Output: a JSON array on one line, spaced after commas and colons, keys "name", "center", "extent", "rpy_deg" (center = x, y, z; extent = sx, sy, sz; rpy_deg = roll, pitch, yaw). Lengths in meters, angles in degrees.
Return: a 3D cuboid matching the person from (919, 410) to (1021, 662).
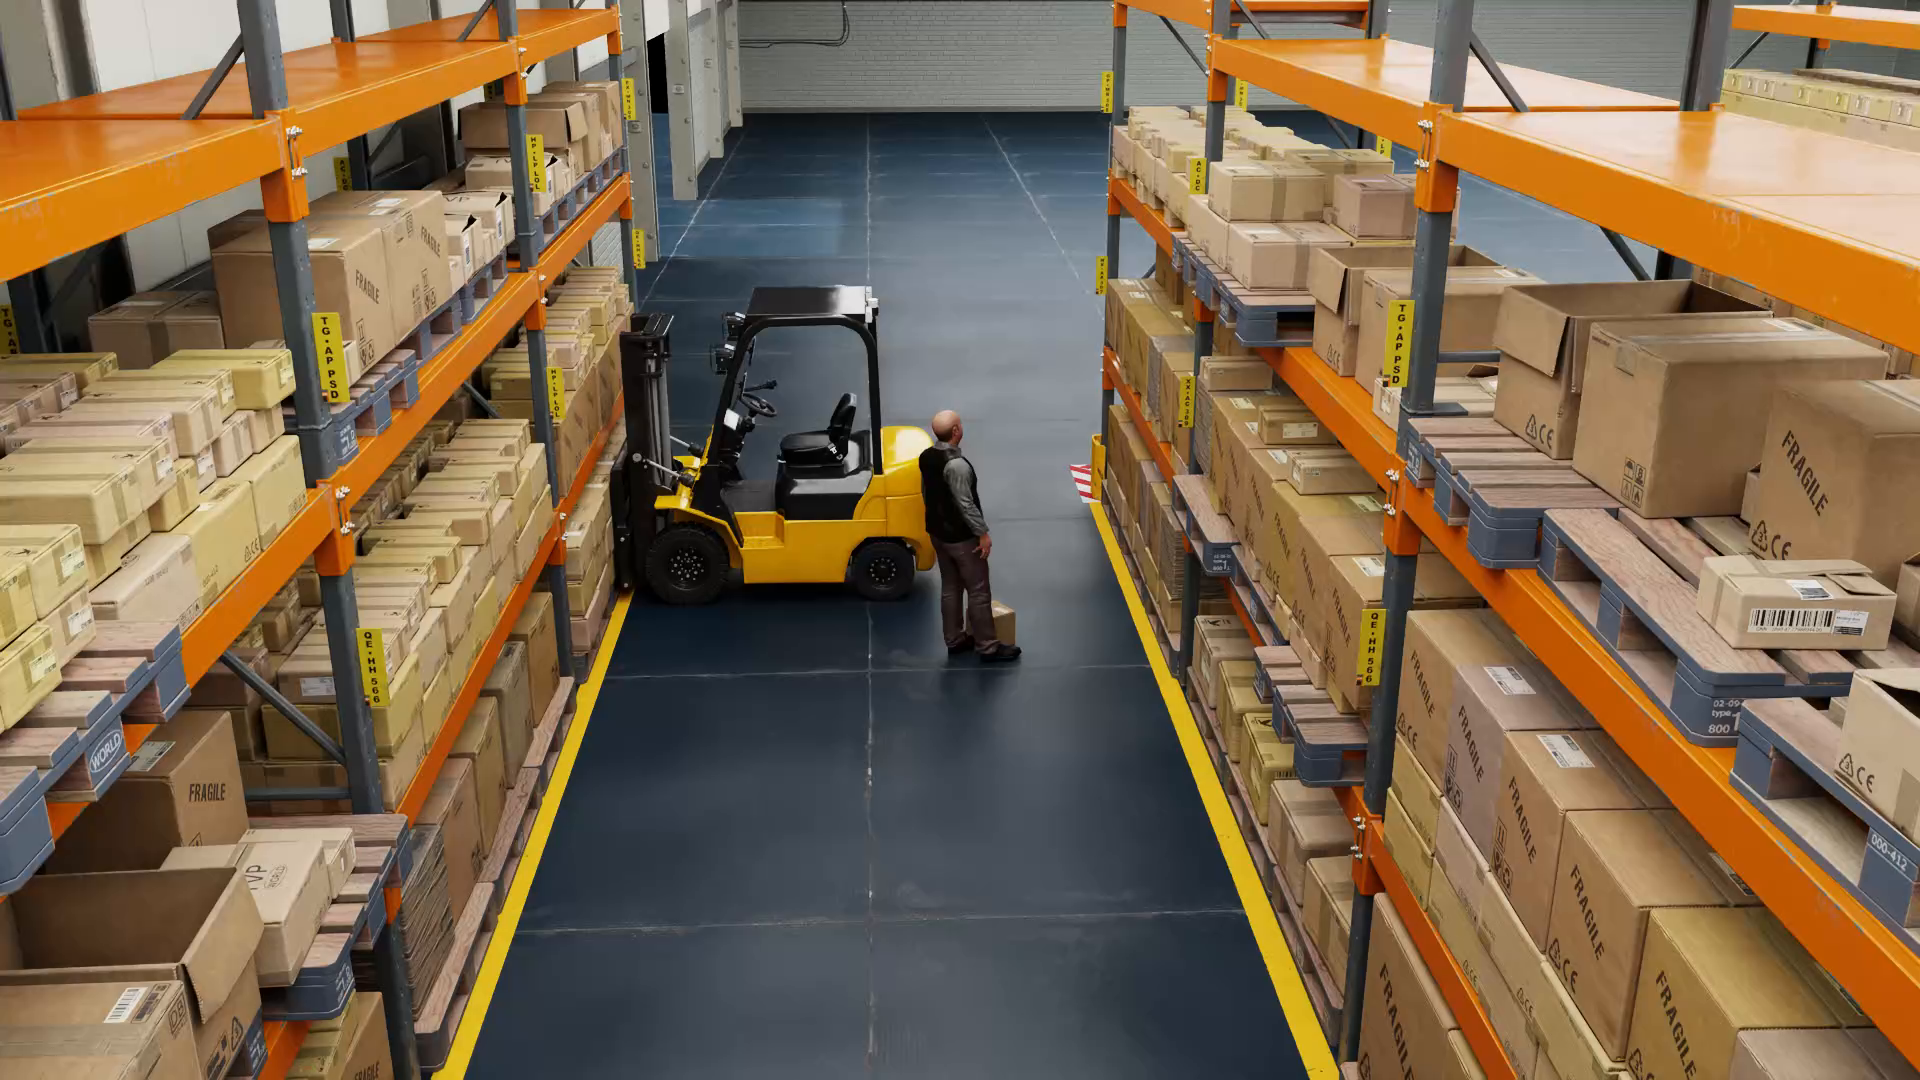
[{"name": "person", "center": [0.039, -0.047, 11.213], "extent": [0.565, 1.723, 0.634], "rpy_deg": [-12, 24, -30]}]
